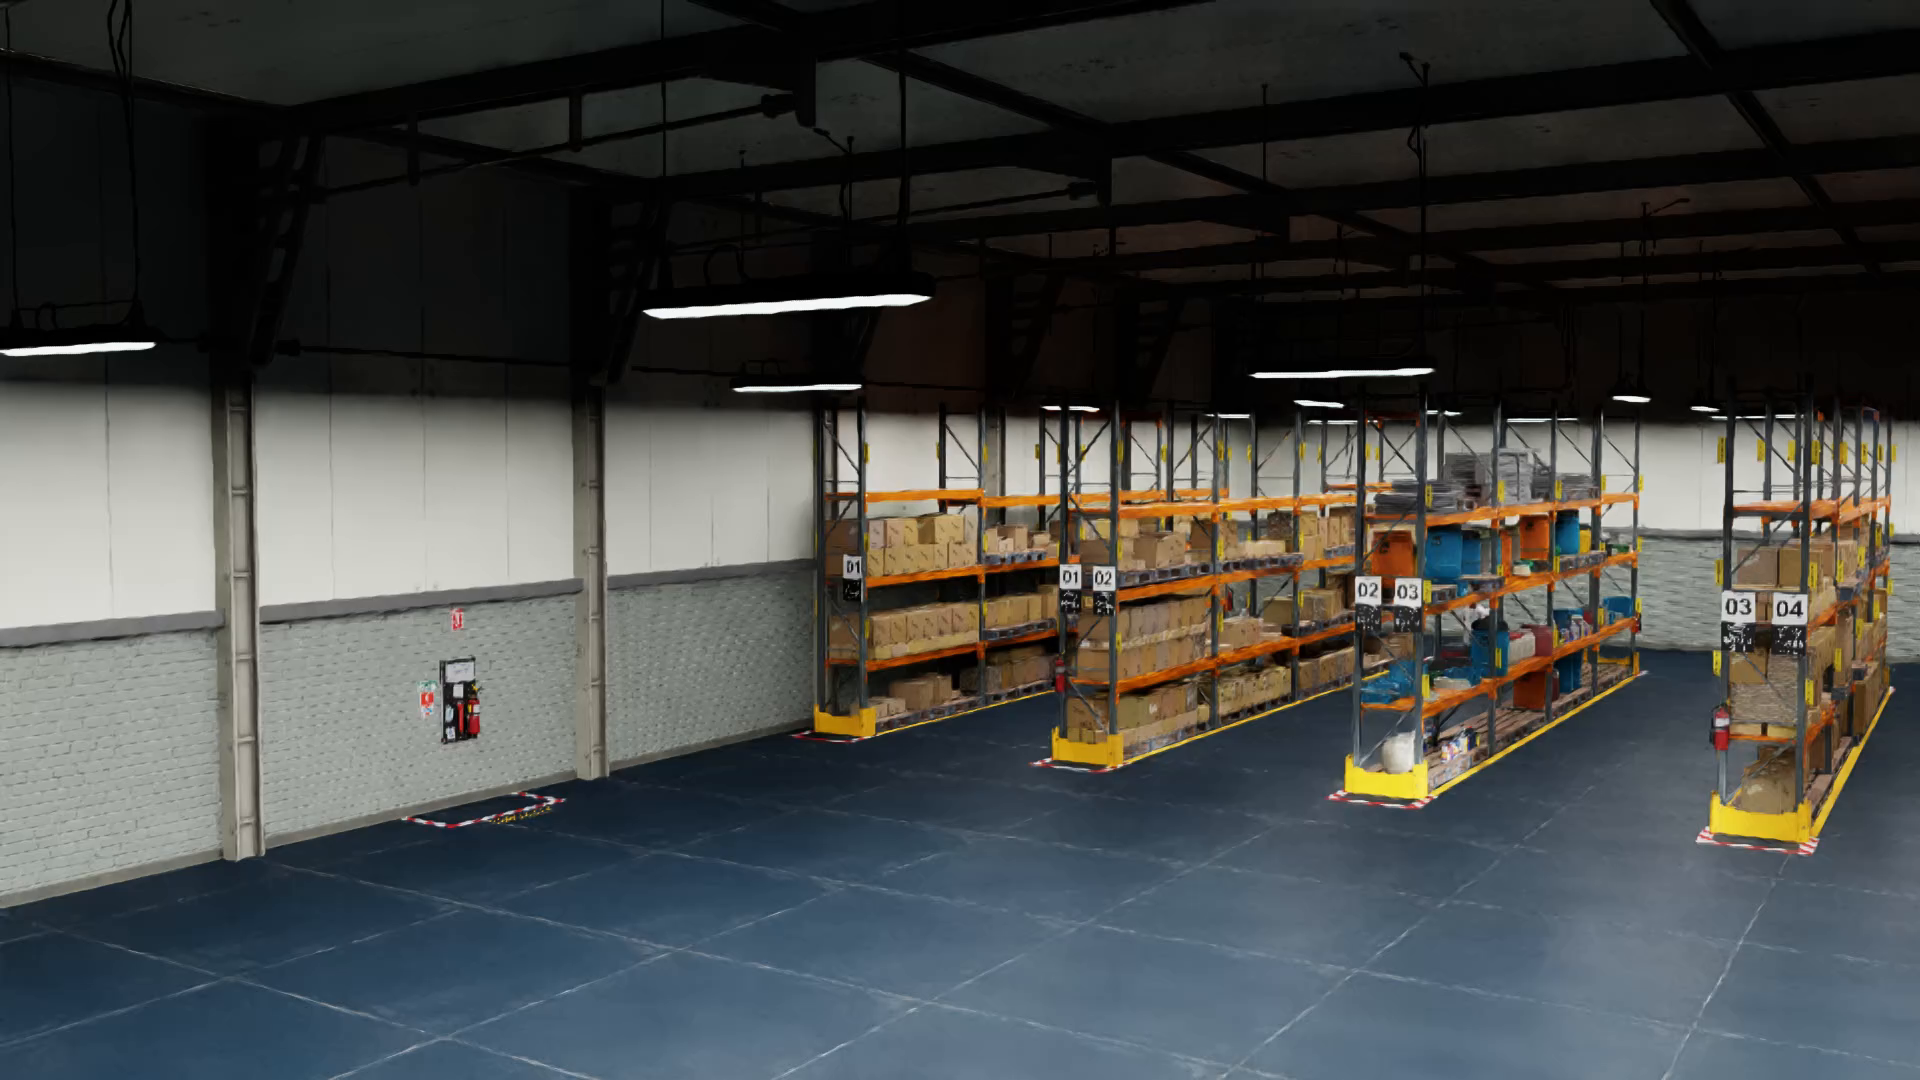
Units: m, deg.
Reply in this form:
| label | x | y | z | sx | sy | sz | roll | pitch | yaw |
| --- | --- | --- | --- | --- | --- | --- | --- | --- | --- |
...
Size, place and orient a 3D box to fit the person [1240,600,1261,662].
| label | x | y | z | sx | sy | sz | roll | pitch | yaw |
| --- | --- | --- | --- | --- | --- | --- | --- | --- | --- |
| person | 6.924 | 2.155 | 39.709 | 0.566 | 1.541 | 0.519 | 2 | 3 | 29 |

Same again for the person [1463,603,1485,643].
| label | x | y | z | sx | sy | sz | roll | pitch | yaw |
| --- | --- | --- | --- | --- | --- | --- | --- | --- | --- |
| person | 12.071 | 2.095 | 39.092 | 0.589 | 1.716 | 1.043 | 2 | 4 | 31 |

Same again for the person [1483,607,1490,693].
| label | x | y | z | sx | sy | sz | roll | pitch | yaw |
| --- | --- | --- | --- | --- | --- | --- | --- | --- | --- |
| person | 10.994 | 2.283 | 34.654 | 0.626 | 1.768 | 0.576 | -2 | 3 | -27 |
